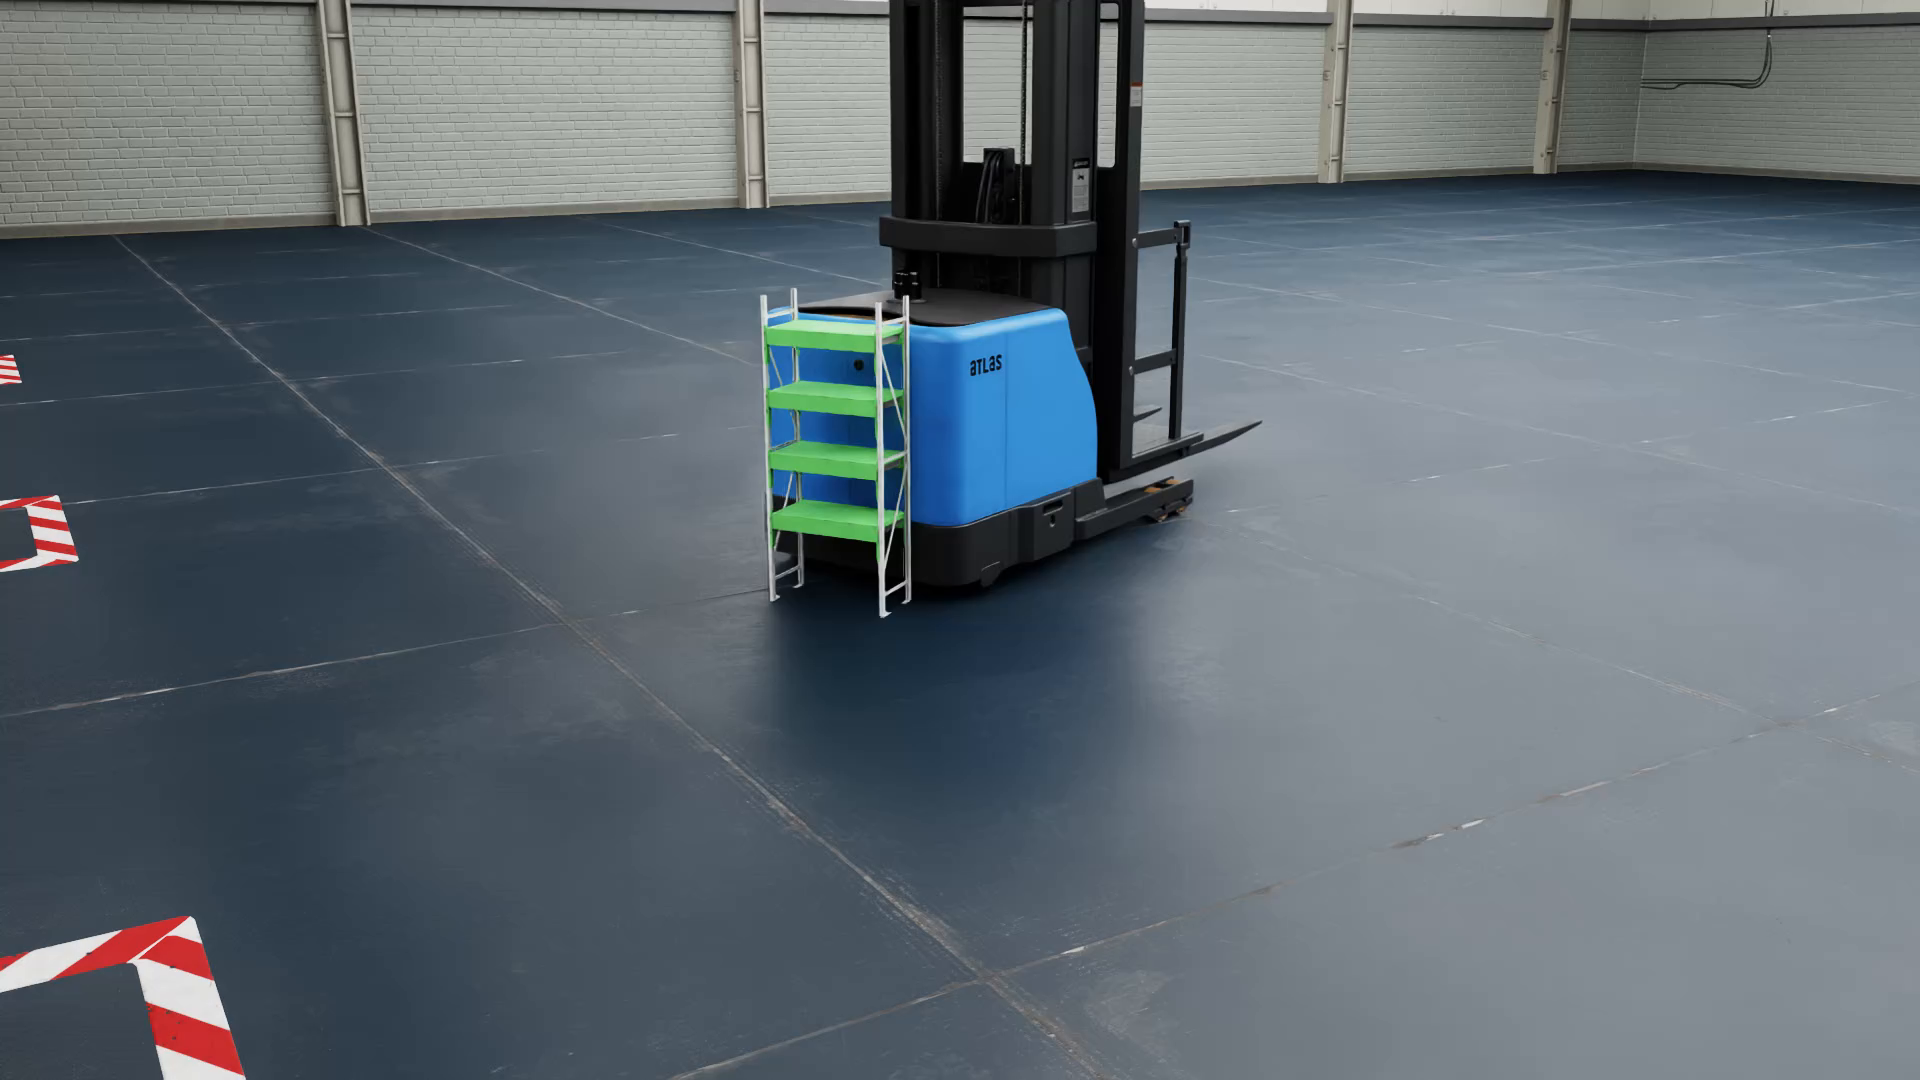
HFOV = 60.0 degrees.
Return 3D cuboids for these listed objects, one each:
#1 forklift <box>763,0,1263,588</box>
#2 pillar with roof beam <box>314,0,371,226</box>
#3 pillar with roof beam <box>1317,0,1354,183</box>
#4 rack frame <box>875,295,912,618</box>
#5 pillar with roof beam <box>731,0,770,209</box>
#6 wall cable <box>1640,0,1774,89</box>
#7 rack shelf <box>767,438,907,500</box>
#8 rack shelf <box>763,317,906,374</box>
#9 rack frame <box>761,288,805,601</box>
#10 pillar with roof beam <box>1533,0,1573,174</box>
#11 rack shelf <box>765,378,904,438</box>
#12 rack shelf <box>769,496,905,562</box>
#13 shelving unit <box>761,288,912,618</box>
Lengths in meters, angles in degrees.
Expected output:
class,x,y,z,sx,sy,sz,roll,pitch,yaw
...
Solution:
class,x,y,z,sx,sy,sz,roll,pitch,yaw
forklift,0.449,-1.561,7.549,1.130,2.935,3.031,11,19,35
pillar with roof beam,-6.131,-7.678,18.129,0.400,9.000,9.100,-9,18,-30
pillar with roof beam,9.298,-10.180,27.055,0.400,9.000,9.100,-9,18,-30
rack frame,-0.250,-0.310,6.293,0.015,1.200,0.240,7,17,24
pillar with roof beam,-0.988,-8.512,21.104,0.400,9.000,9.100,-9,18,-30
wall cable,15.431,-10.619,34.372,0.112,2.526,3.097,-9,18,-30
rack shelf,-0.470,-0.277,6.412,0.480,0.148,0.258,7,17,24
rack shelf,-0.470,-0.739,6.282,0.480,0.148,0.258,7,17,24
rack frame,-0.690,-0.367,6.496,0.015,1.200,0.240,7,17,24
pillar with roof beam,14.441,-11.014,30.030,0.400,9.000,9.100,-9,18,-30
rack shelf,-0.470,-0.508,6.347,0.480,0.148,0.258,7,17,24
rack shelf,-0.470,-0.046,6.477,0.480,0.148,0.258,7,17,24
shelving unit,-0.470,-0.339,6.395,0.503,1.200,0.258,7,17,24
